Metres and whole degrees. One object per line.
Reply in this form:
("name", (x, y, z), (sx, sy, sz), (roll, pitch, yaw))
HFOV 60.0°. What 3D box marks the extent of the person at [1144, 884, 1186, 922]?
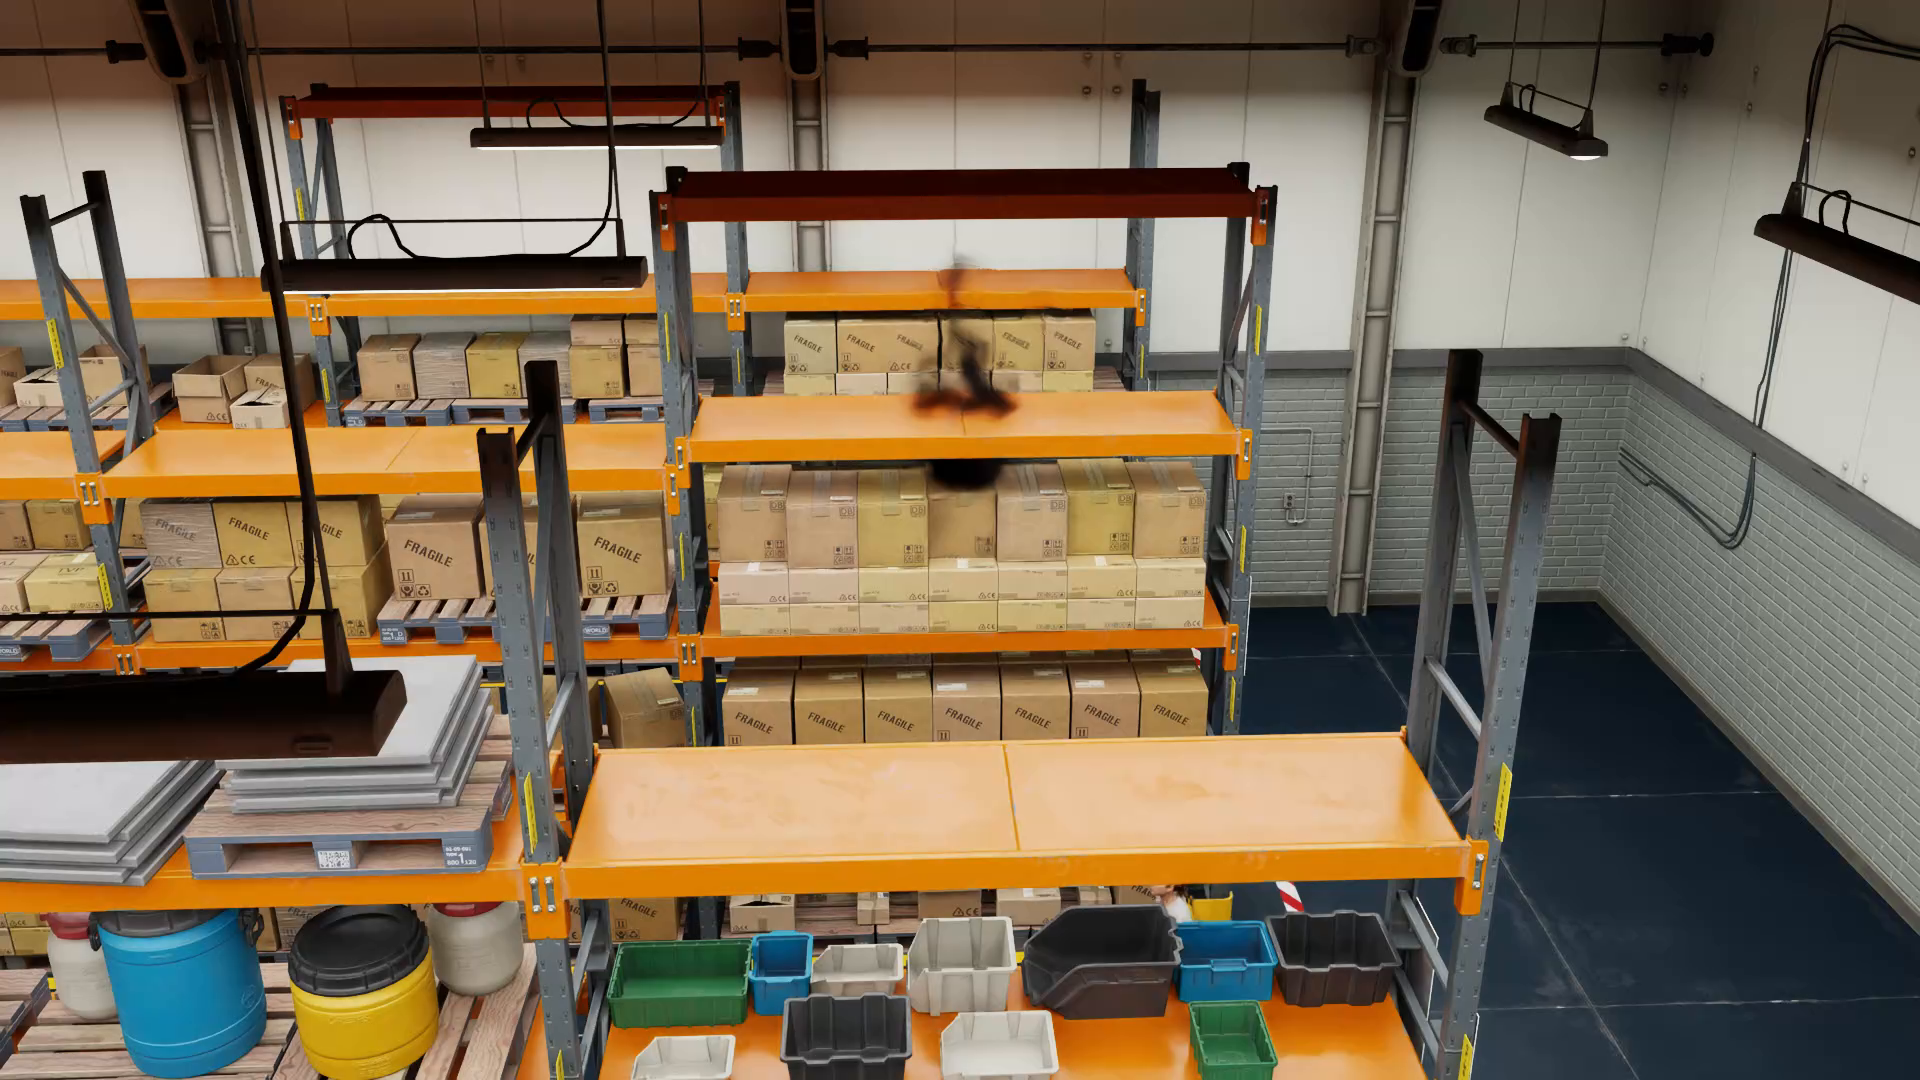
("person", (1.453, 2.983, 11.623), (0.691, 1.673, 0.558), (-9, 24, -21))
